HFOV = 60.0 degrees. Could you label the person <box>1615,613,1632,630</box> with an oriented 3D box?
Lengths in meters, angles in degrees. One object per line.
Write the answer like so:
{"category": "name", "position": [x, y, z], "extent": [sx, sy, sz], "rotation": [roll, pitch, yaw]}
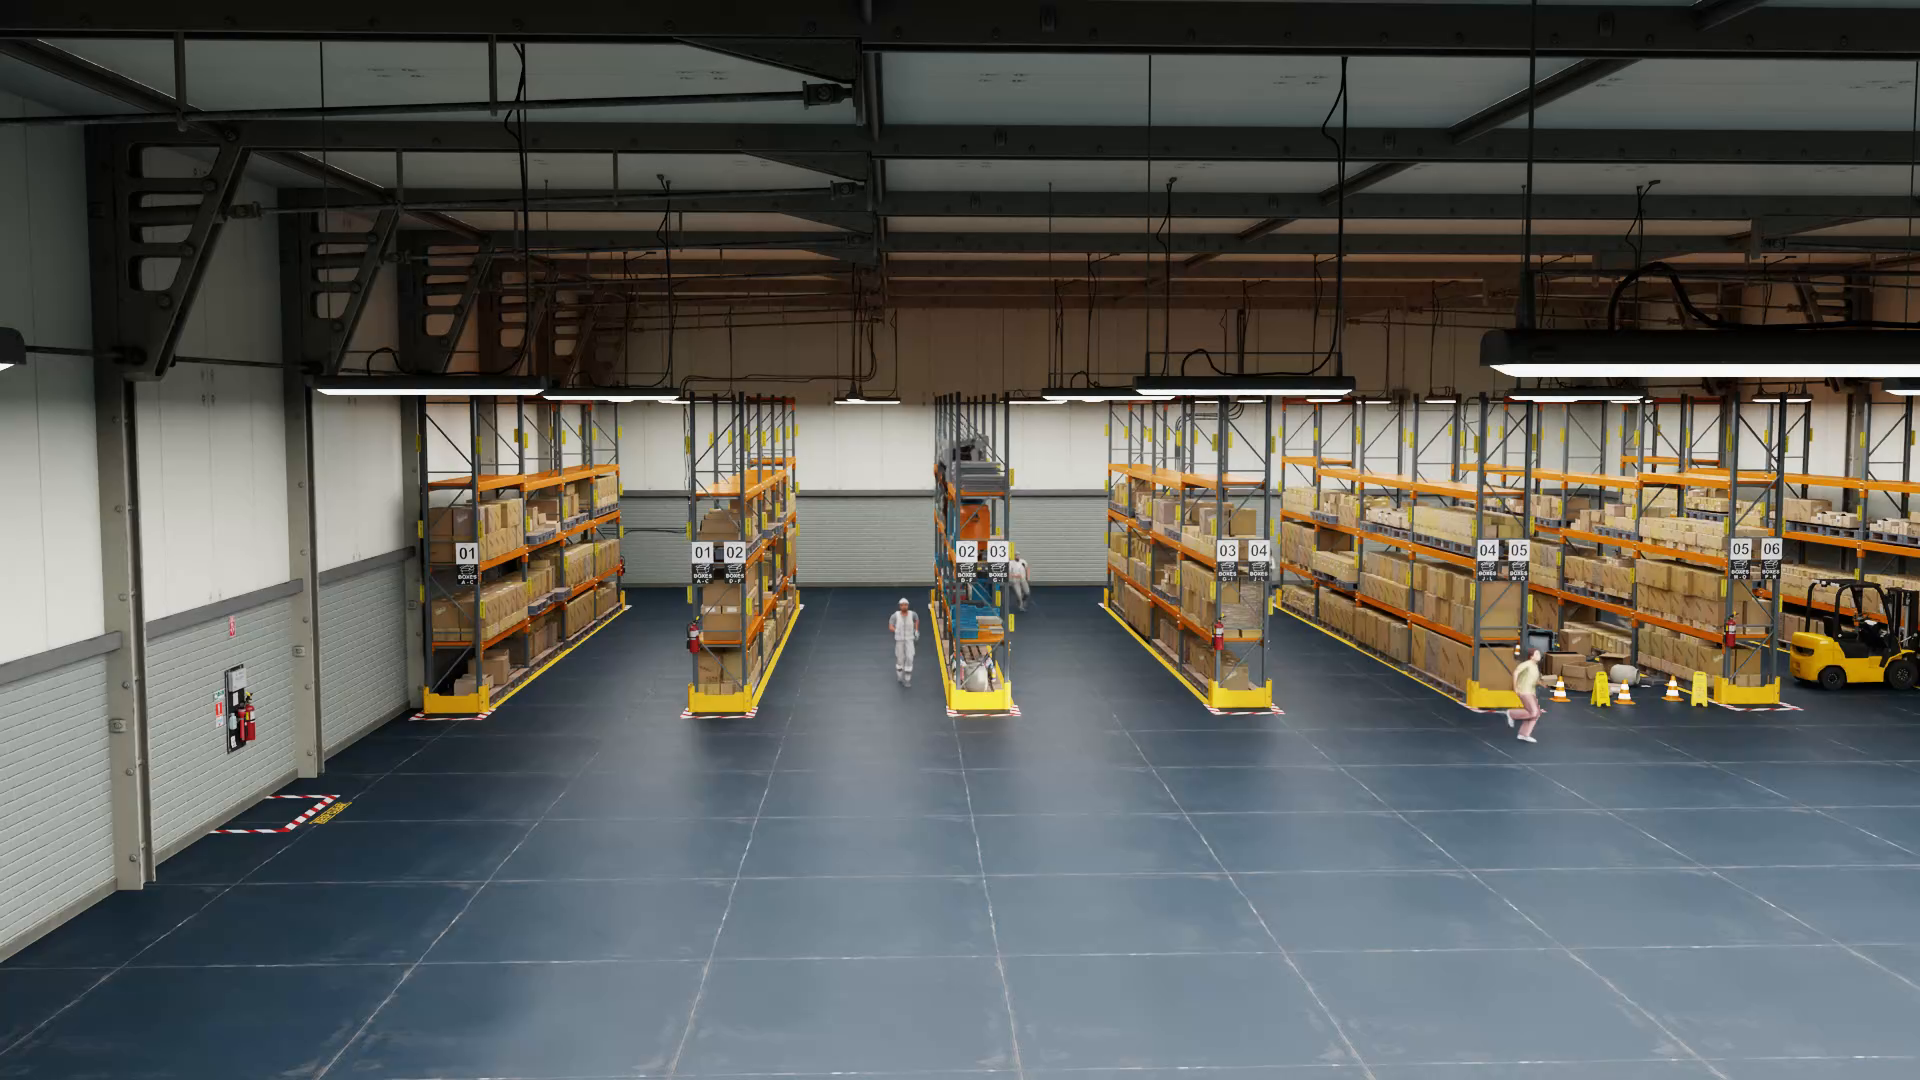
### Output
{"category": "person", "position": [16.259, 1.624, 40.485], "extent": [0.711, 1.735, 0.621], "rotation": [0, 5, -4]}

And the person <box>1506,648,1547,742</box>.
{"category": "person", "position": [9.728, 2.648, 28.557], "extent": [0.646, 1.620, 0.618], "rotation": [4, 6, 43]}

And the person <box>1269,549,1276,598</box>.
{"category": "person", "position": [9.047, 1.050, 48.684], "extent": [0.823, 1.599, 0.564], "rotation": [-3, 6, -36]}

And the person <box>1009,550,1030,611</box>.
{"category": "person", "position": [1.659, 1.135, 46.560], "extent": [0.696, 1.724, 0.531], "rotation": [-1, 5, -12]}

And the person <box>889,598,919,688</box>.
{"category": "person", "position": [-1.153, 2.096, 34.197], "extent": [0.608, 1.833, 0.855], "rotation": [0, 5, -2]}
